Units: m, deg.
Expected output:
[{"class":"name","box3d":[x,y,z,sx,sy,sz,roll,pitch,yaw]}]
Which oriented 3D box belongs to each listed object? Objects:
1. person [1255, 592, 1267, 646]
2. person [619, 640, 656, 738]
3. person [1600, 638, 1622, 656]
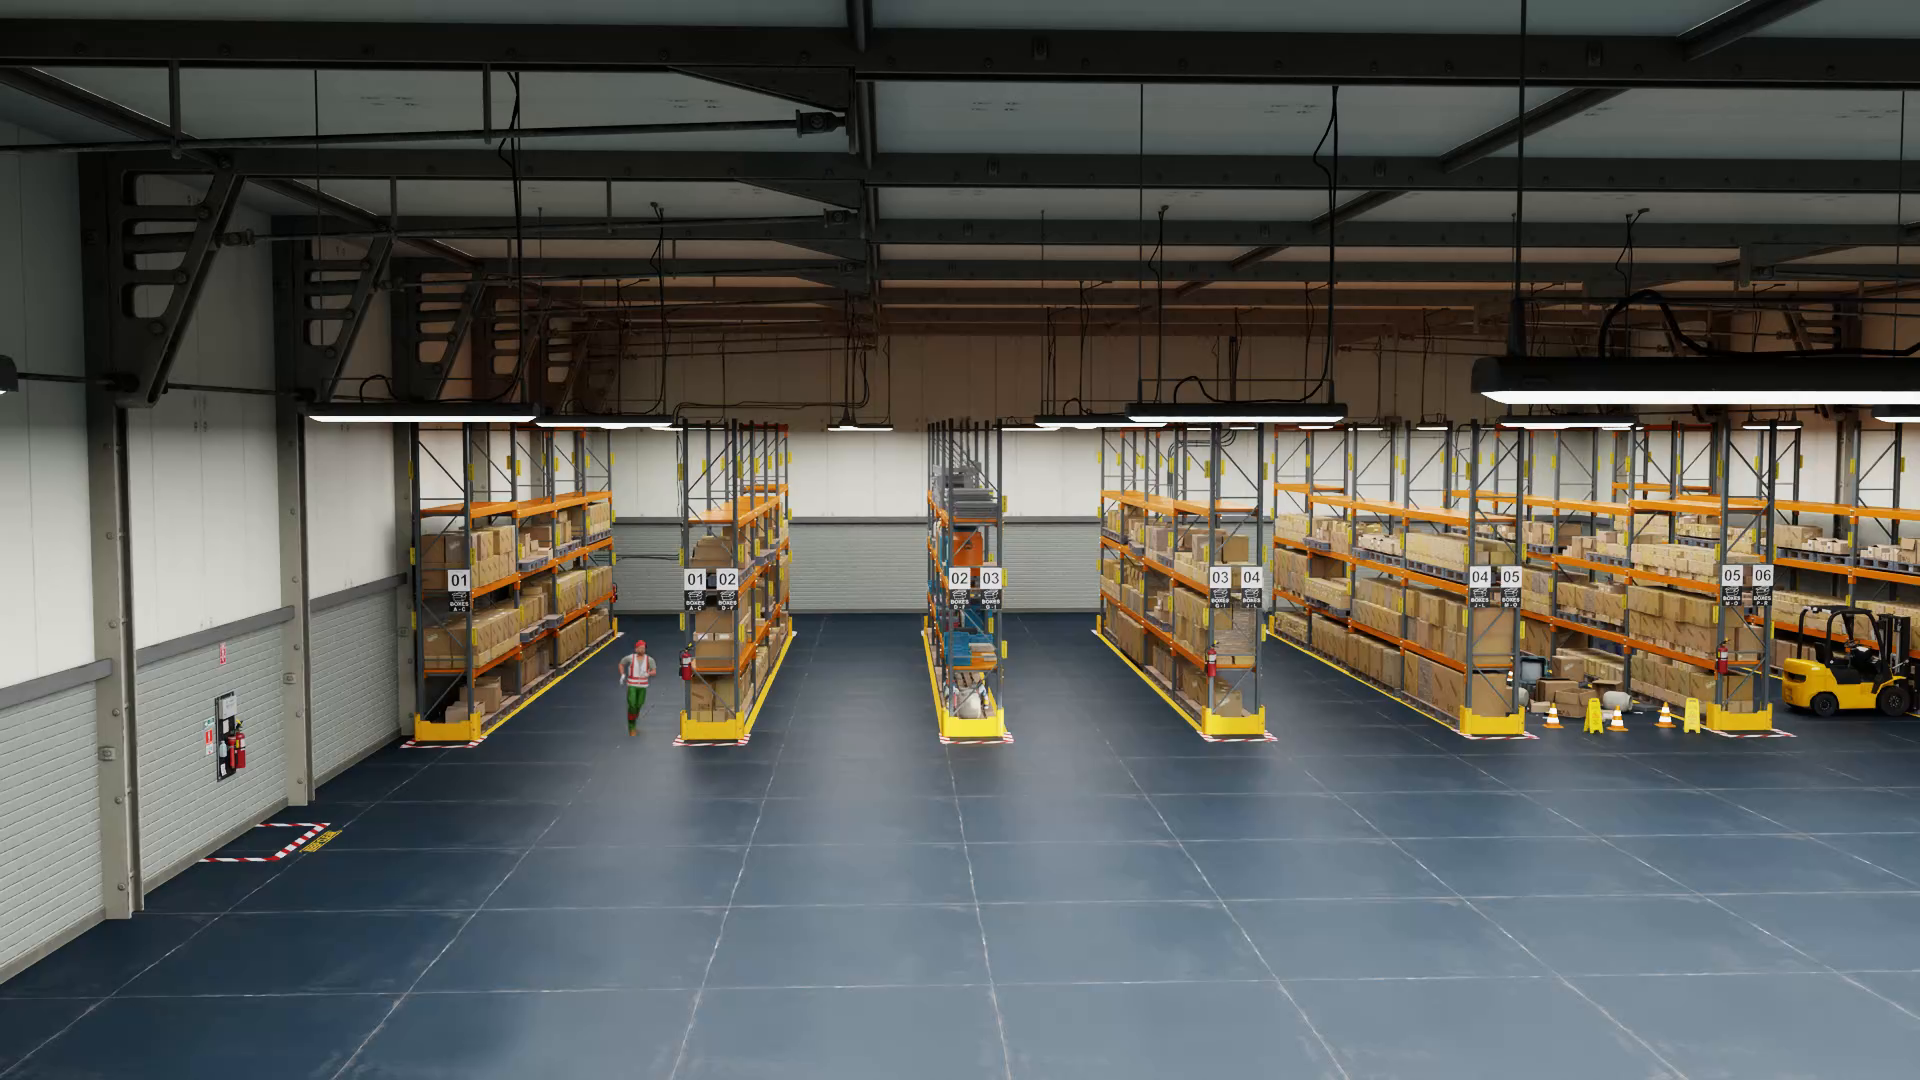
[{"class":"person","box3d":[7.886,2.025,44.775,0.719,1.733,0.948,-1,4,-12]},{"class":"person","box3d":[-6.140,2.821,31.706,0.675,1.834,0.840,-2,4,-24]},{"class":"person","box3d":[16.398,2.223,41.891,0.596,1.678,0.849,0,4,-6]}]
